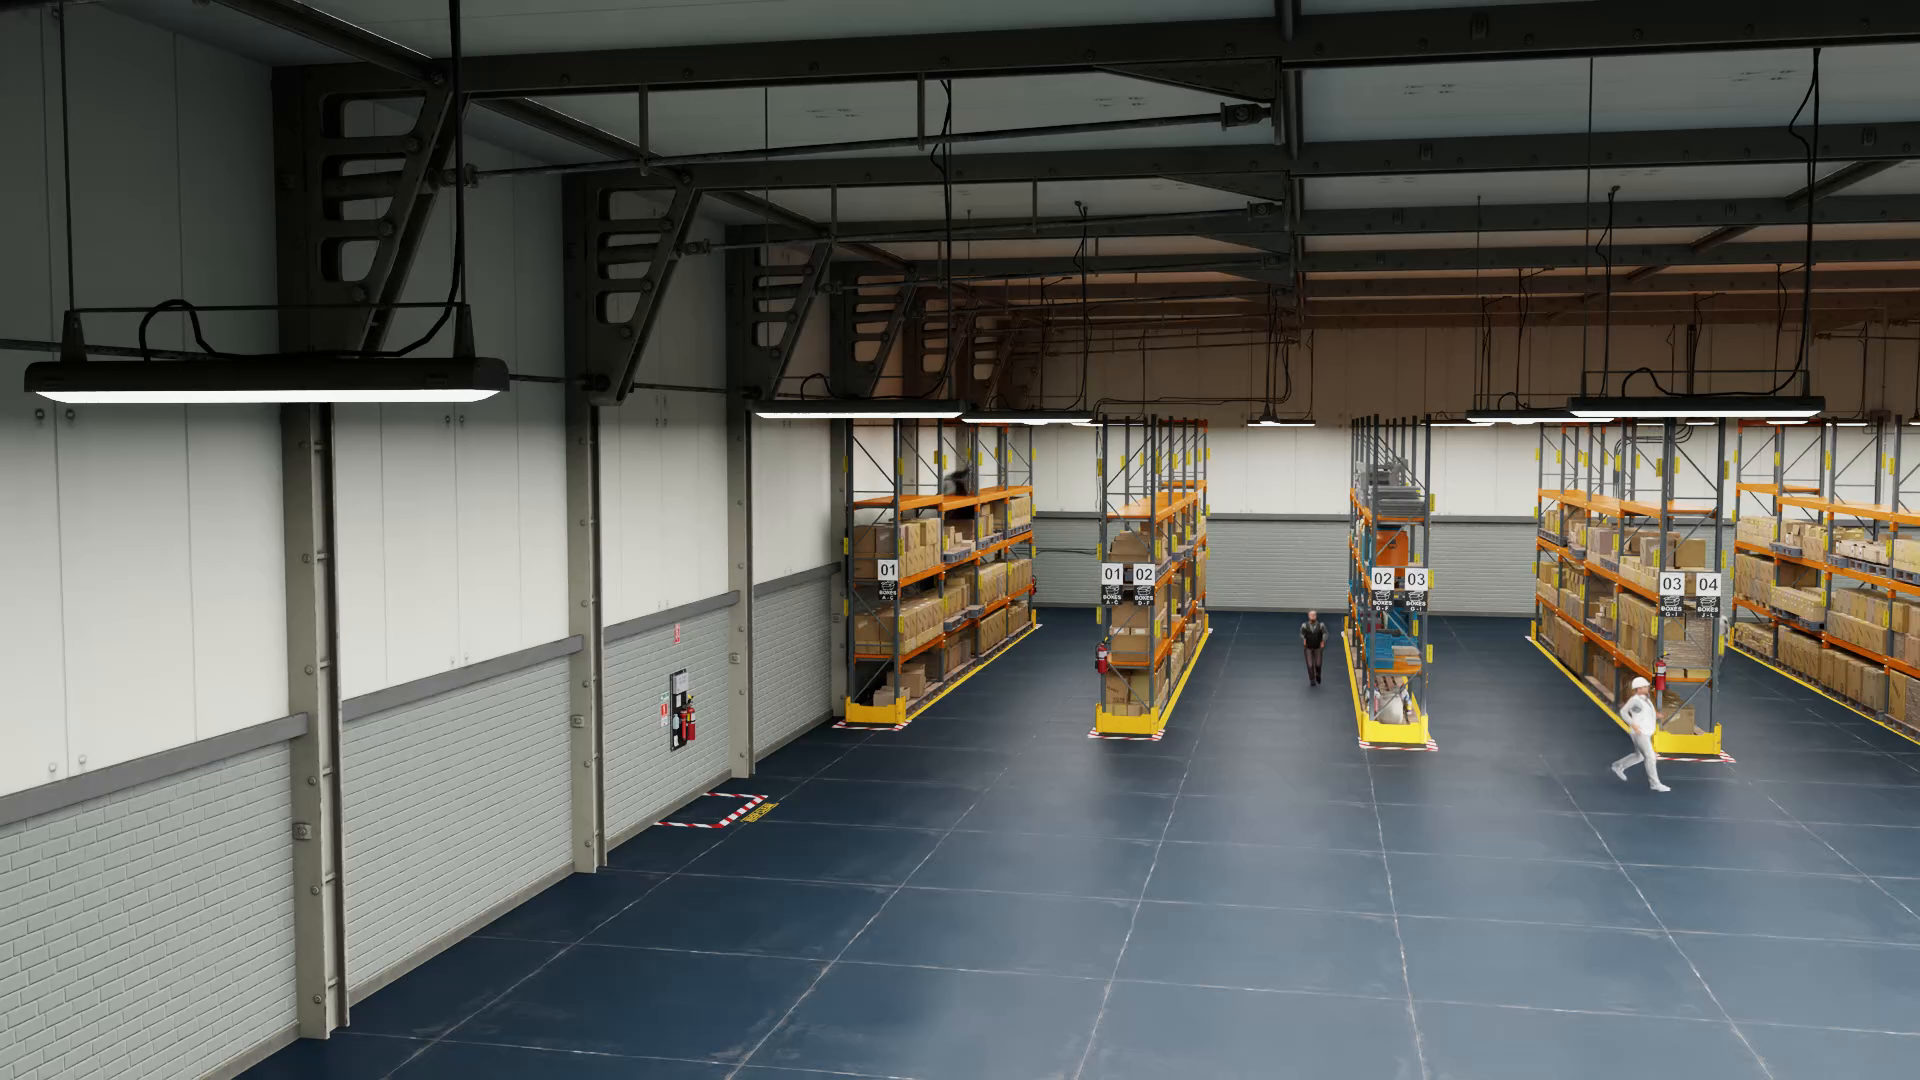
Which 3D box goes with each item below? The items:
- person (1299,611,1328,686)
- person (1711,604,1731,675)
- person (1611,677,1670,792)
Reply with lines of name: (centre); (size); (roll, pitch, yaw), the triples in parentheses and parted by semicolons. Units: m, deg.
person: (7.847, 2.415, 36.936); (0.635, 1.676, 0.564); (1, 4, 15)
person: (17.758, 2.320, 38.995); (0.600, 1.641, 0.584); (0, 4, 3)
person: (10.825, 3.057, 26.426); (0.968, 1.752, 0.659); (3, 5, 40)
